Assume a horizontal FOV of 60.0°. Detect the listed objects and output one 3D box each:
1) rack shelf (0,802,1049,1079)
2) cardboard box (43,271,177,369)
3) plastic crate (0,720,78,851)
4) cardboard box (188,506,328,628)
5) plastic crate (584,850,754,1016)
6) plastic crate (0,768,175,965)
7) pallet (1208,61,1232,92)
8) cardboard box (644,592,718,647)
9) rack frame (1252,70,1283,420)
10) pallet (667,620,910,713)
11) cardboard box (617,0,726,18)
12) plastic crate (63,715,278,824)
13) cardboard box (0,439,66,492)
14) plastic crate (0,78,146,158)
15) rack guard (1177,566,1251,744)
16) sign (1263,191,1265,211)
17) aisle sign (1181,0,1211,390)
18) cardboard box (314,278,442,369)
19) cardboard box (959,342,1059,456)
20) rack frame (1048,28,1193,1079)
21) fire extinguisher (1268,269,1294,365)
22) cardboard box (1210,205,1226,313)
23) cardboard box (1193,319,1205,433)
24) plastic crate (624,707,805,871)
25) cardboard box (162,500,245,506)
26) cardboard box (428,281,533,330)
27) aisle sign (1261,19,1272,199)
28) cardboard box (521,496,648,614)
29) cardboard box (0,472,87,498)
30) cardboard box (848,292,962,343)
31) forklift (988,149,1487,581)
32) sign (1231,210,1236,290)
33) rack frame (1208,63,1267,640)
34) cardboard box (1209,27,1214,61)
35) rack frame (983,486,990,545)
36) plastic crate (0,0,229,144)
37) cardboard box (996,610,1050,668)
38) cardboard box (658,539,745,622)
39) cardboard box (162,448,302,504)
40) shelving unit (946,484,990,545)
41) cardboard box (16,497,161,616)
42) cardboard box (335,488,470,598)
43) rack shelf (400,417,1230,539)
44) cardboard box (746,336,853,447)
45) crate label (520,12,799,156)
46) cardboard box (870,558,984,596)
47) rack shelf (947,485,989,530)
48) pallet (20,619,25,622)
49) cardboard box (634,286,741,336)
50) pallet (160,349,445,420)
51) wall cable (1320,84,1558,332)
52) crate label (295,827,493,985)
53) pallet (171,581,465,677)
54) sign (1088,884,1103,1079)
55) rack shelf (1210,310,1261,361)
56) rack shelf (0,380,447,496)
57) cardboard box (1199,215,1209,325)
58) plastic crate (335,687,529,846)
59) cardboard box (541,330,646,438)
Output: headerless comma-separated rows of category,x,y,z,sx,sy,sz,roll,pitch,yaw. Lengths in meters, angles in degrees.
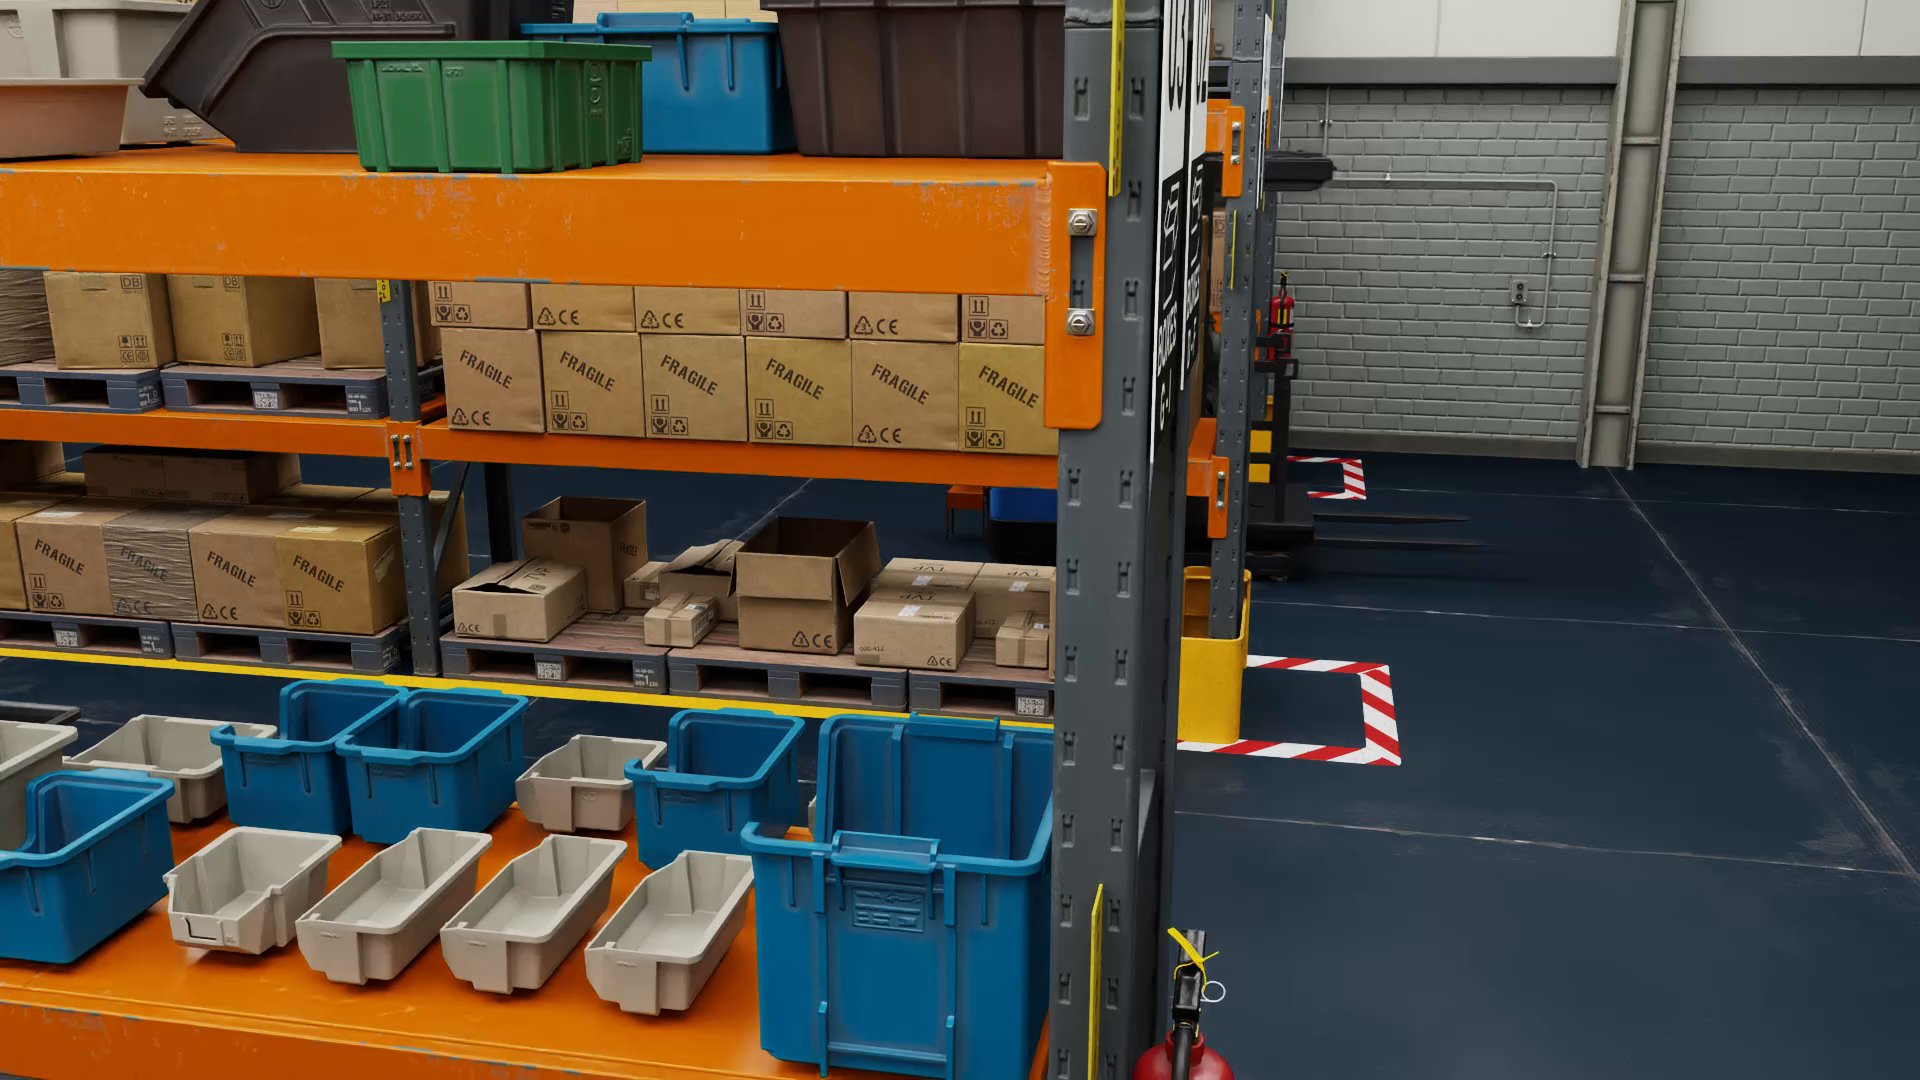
rack shelf,-1.659,0.871,3.576,4.000,0.370,1.077,3,16,11
cardboard box,-4.371,-1.206,8.753,0.500,0.500,0.700,-1,16,-3
plastic crate,-2.159,0.576,3.405,0.530,0.282,0.437,3,16,11
cardboard box,-3.651,0.135,8.743,0.500,0.500,0.500,3,16,11
plastic crate,-0.534,0.733,3.109,0.243,0.136,0.396,3,16,11
plastic crate,-1.762,0.640,3.263,0.300,0.233,0.416,3,16,11
pallet,1.546,-3.401,12.196,1.213,0.211,1.003,3,16,11
cardboard box,-1.410,0.398,8.419,0.250,0.166,0.380,3,16,11
rack frame,2.275,-1.961,12.452,0.127,3.000,1.000,3,16,11
pallet,-0.756,0.567,8.549,1.213,0.211,1.003,3,16,11
cardboard box,-1.223,-2.345,7.565,0.500,0.250,0.500,3,16,11
plastic crate,-1.852,0.530,3.841,0.466,0.136,0.293,3,16,11
cardboard box,-5.528,-0.469,9.520,0.500,0.250,0.500,4,16,13
plastic crate,-1.773,-0.733,2.893,0.530,0.136,0.437,3,16,11
rack guard,1.217,0.536,8.122,0.348,0.500,1.175,3,16,11
sign,2.154,-2.492,11.756,0.005,0.325,0.100,3,16,11
aisle sign,0.431,-0.696,3.016,0.004,0.787,0.394,3,16,11
cardboard box,-3.048,-1.212,8.774,0.500,0.500,0.700,-2,16,-8
cardboard box,0.290,-0.692,7.685,0.500,0.500,0.500,3,16,12
rack frame,0.301,0.631,3.096,0.127,3.000,1.000,3,16,11
fire extinguisher,2.331,-1.615,12.047,0.183,0.674,0.296,3,16,11
cardboard box,1.774,-2.130,12.501,0.700,0.700,0.980,4,16,14
cardboard box,0.910,-0.806,8.094,0.500,0.500,0.500,3,16,12
plastic crate,-0.520,0.548,3.595,0.300,0.233,0.416,3,16,11
cardboard box,-4.066,-0.029,9.334,0.500,0.500,0.500,3,16,12
cardboard box,-2.222,-1.309,8.038,0.500,0.500,0.500,4,16,13
aisle sign,1.417,-1.991,7.690,0.004,0.787,0.394,3,16,11
cardboard box,-2.013,0.071,8.975,0.500,0.500,0.500,3,16,11
cardboard box,-5.077,-0.082,9.527,0.500,0.500,0.500,3,16,9
cardboard box,-0.203,-1.200,7.644,0.500,0.500,0.500,4,16,13
forklift,1.735,-1.314,10.246,3.031,2.935,1.130,2,16,8
sign,1.162,-1.231,7.056,0.005,0.325,0.100,3,16,11
rack frame,1.292,-0.665,7.773,0.127,3.000,1.000,3,16,11
cardboard box,1.609,-3.688,12.374,0.500,0.250,0.500,4,16,14
rack frame,0.172,-0.497,10.818,0.008,1.050,0.200,3,16,11
plastic crate,-1.809,-0.956,3.429,0.530,0.282,0.437,3,16,11
cardboard box,0.331,0.479,8.127,0.250,0.166,0.380,3,16,11
cardboard box,-1.278,0.202,8.856,0.500,0.311,0.500,3,16,11
cardboard box,-4.033,-0.389,9.231,0.500,0.250,0.500,3,16,11
shelving unit,0.052,-0.503,10.842,0.252,1.050,0.215,3,16,11
cardboard box,-4.641,0.082,8.936,0.500,0.500,0.500,3,16,9
cardboard box,-3.053,0.025,9.139,0.500,0.500,0.500,2,16,9
rack shelf,-0.668,-0.425,8.253,4.000,0.370,1.077,3,16,11
cardboard box,-0.692,-0.747,7.883,0.500,0.500,0.500,3,16,10
crate label,-0.539,-0.877,3.198,0.502,0.251,0.408,3,16,11
cardboard box,-0.164,0.292,8.646,0.500,0.250,0.500,3,16,11
rack shelf,0.052,-0.225,10.919,0.240,0.259,0.215,3,16,11
pallet,-5.824,0.303,9.503,1.213,0.211,1.003,3,16,11
cardboard box,-1.213,-1.254,7.841,0.500,0.500,0.500,3,16,9
pallet,-3.389,-0.856,8.824,1.213,0.211,1.003,3,16,11
wall cable,3.719,-2.630,12.964,1.851,1.984,0.084,3,16,11
crate label,-1.093,0.705,3.209,0.243,0.136,0.396,3,16,11
pallet,-3.432,0.433,9.034,1.213,0.211,1.003,3,16,11
sign,0.207,0.697,2.552,0.005,0.325,0.100,3,16,11
rack shelf,0.316,-1.721,12.932,4.000,0.370,1.077,3,16,11
rack shelf,-4.588,-0.637,9.022,4.000,0.370,1.077,3,16,11
cardboard box,0.910,-1.287,7.961,0.500,0.500,0.500,4,16,13
plastic crate,-1.165,0.513,3.722,0.300,0.233,0.416,3,16,11
cardboard box,-1.680,-0.801,8.078,0.500,0.500,0.500,3,16,12
